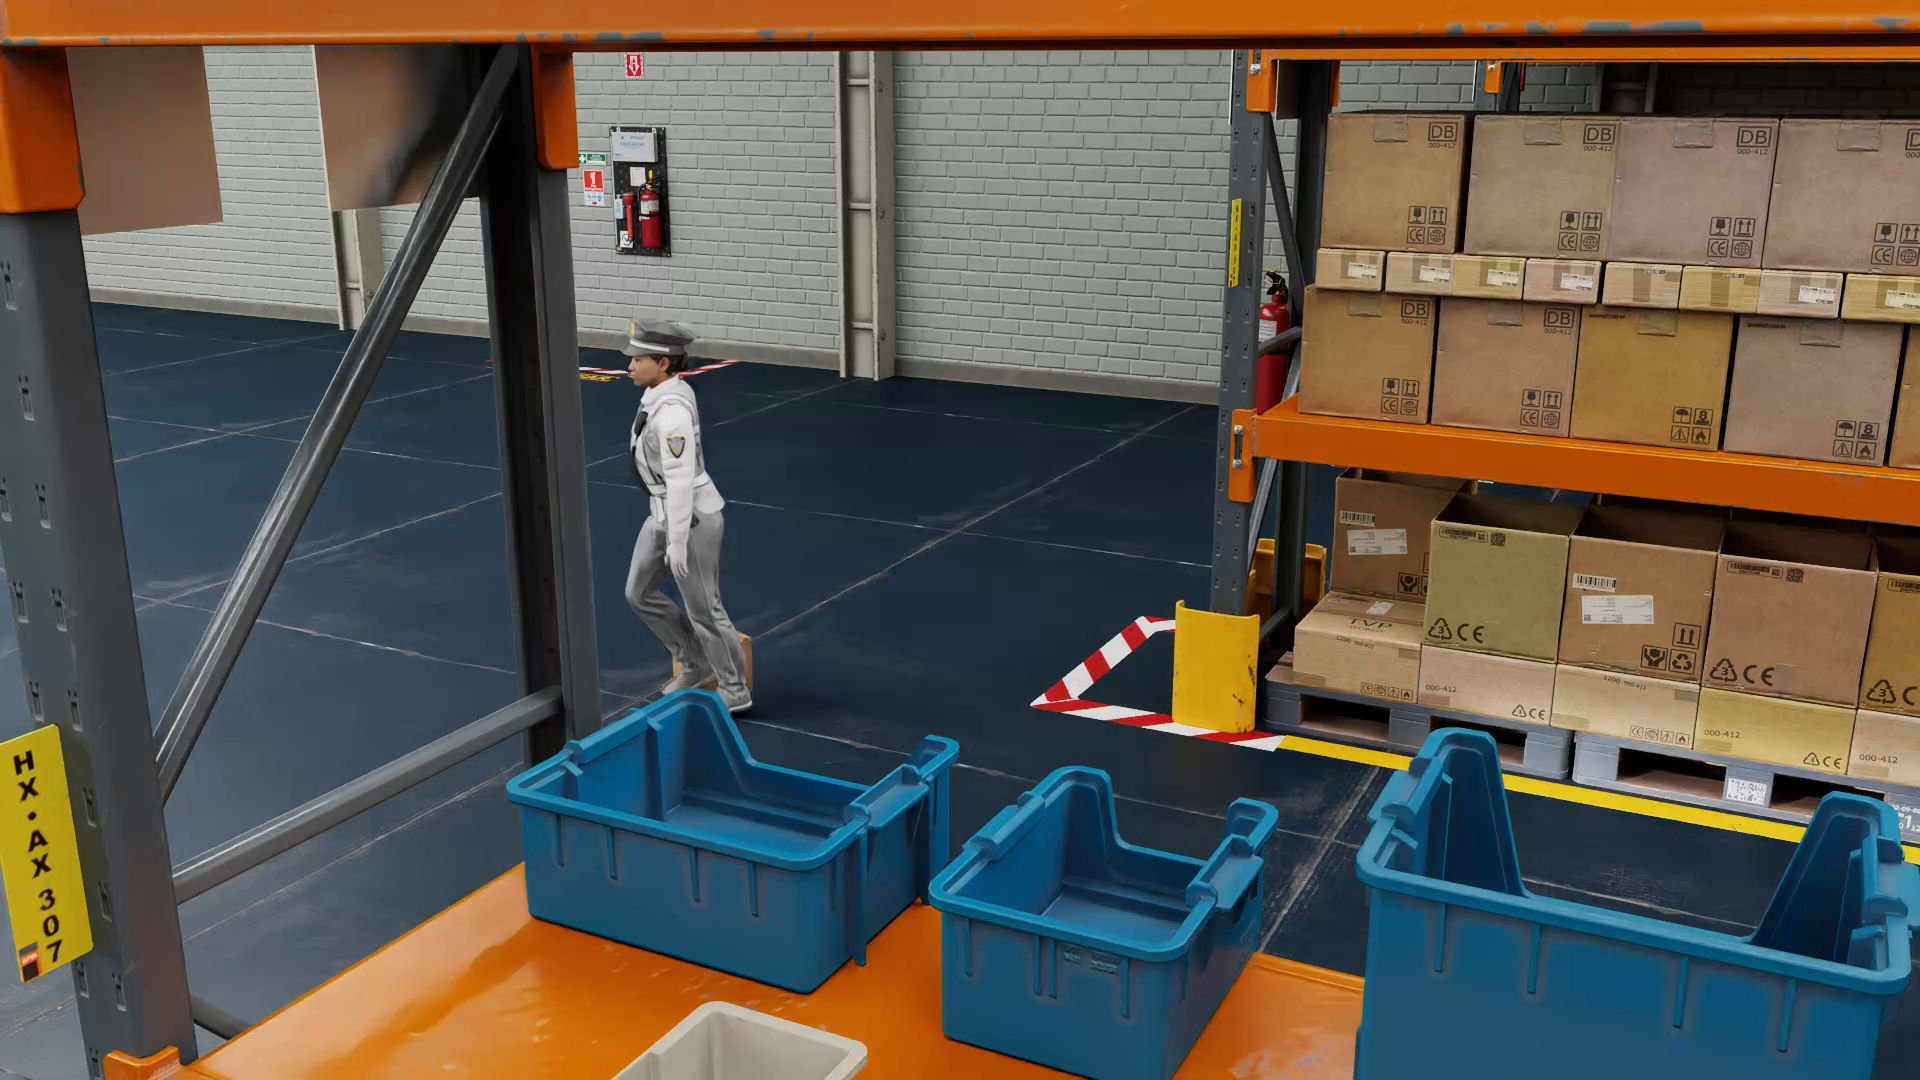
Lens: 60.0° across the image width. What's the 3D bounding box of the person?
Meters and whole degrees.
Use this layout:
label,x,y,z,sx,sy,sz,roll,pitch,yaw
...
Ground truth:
label,x,y,z,sx,sy,sz,roll,pitch,yaw
person,-1.104,-0.068,6.671,0.483,1.660,0.509,-5,17,-16
